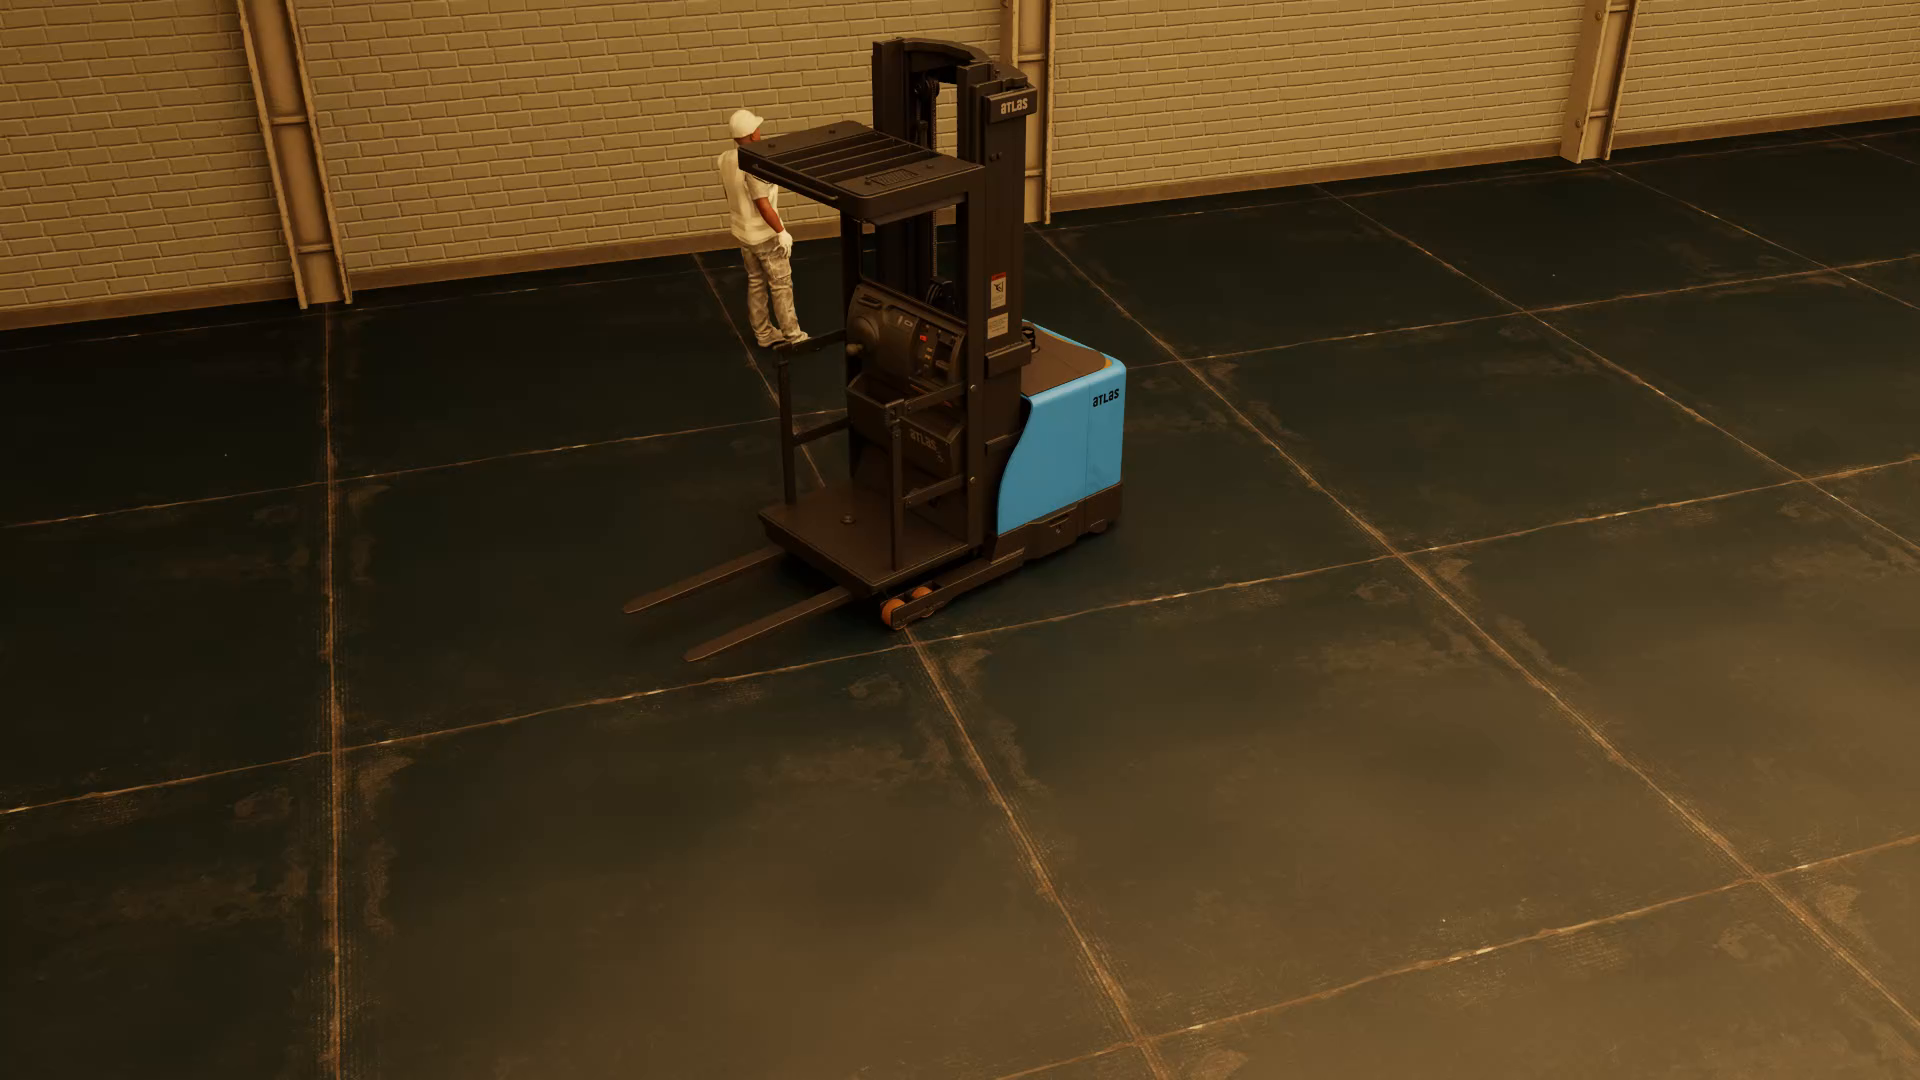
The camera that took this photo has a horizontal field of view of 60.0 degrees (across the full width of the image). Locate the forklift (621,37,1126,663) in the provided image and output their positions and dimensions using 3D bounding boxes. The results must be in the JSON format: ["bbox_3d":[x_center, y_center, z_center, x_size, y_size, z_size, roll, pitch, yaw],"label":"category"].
[{"bbox_3d":[-0.461,-1.072,8.951,3.031,2.935,1.130,-23,37,-34],"label":"forklift"}]

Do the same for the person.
[{"bbox_3d":[-1.400,-2.267,12.162,0.577,1.784,0.657,-20,35,-31],"label":"person"}]
